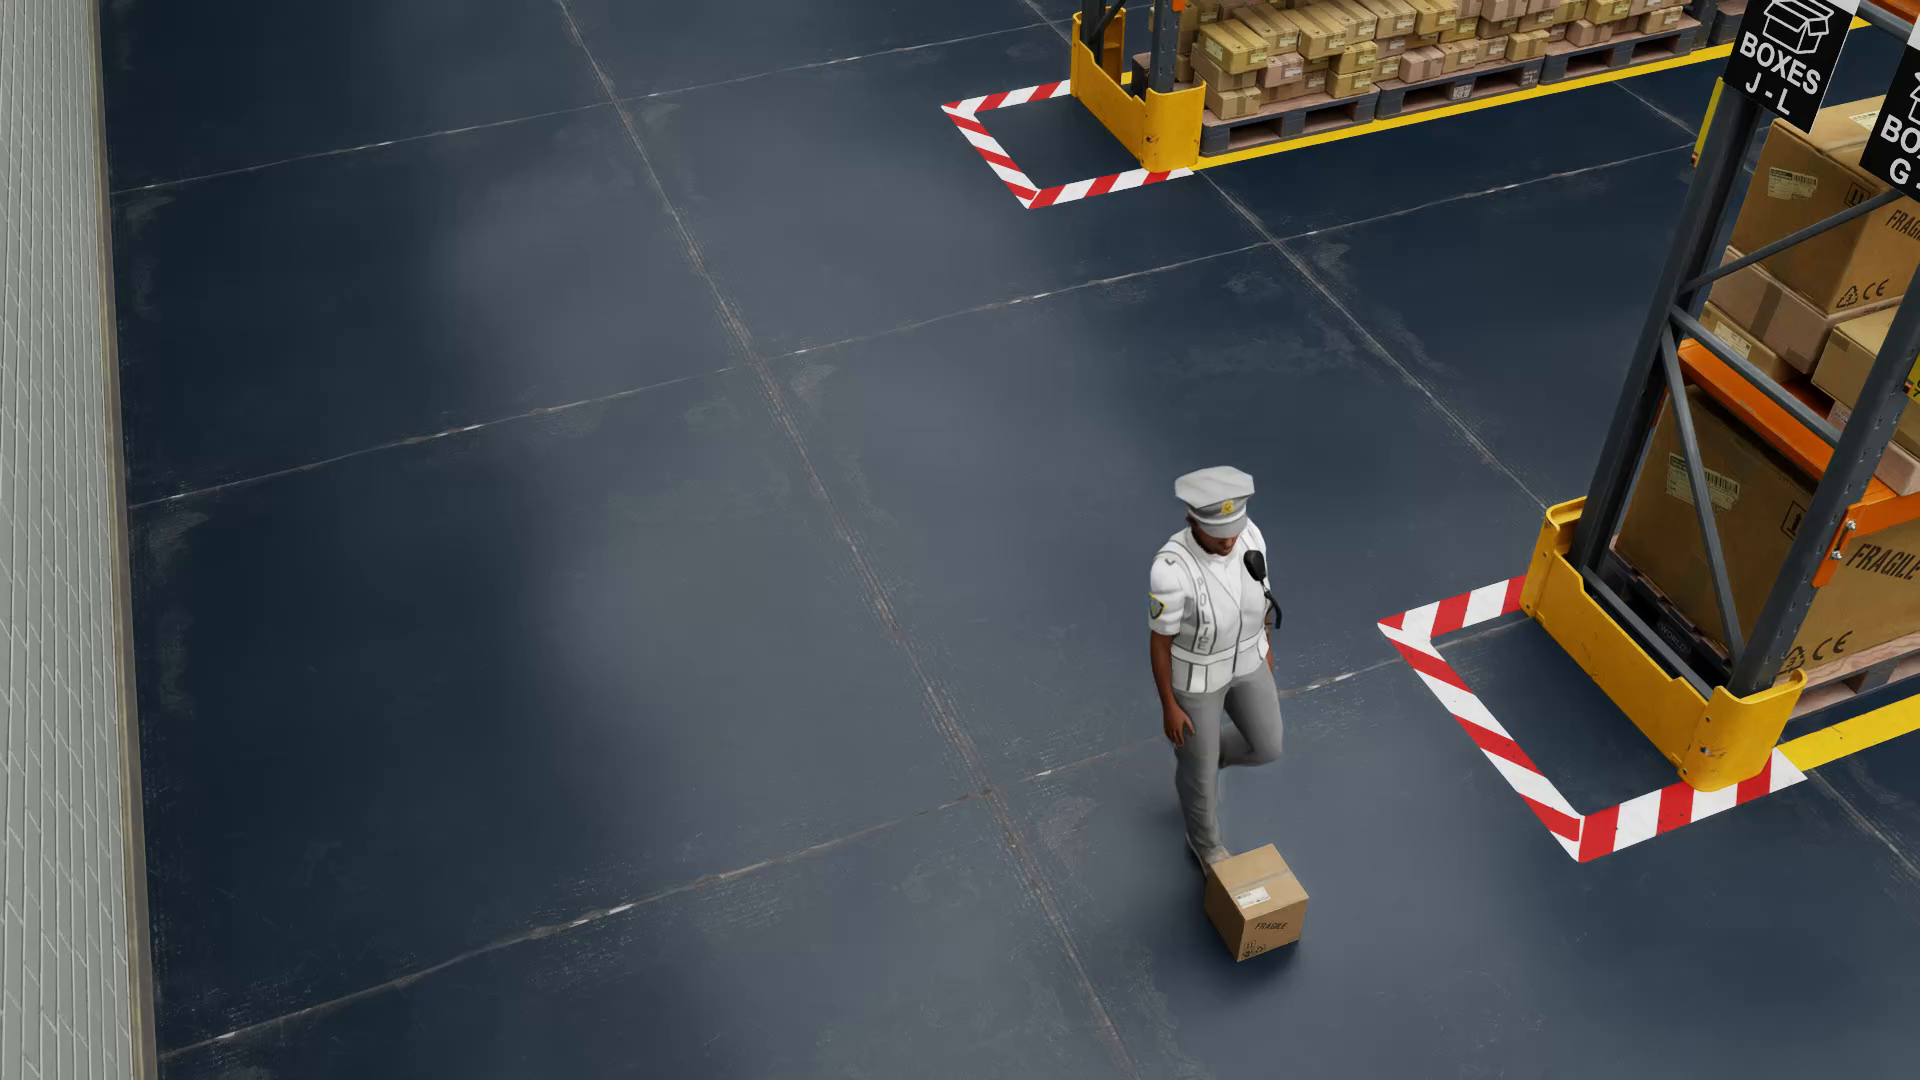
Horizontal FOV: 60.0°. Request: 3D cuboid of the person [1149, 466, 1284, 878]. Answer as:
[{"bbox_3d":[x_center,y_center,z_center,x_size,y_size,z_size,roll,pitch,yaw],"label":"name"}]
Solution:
[{"bbox_3d":[0.895,0.479,5.607,0.516,1.669,0.526,-22,46,-22],"label":"person"}]
